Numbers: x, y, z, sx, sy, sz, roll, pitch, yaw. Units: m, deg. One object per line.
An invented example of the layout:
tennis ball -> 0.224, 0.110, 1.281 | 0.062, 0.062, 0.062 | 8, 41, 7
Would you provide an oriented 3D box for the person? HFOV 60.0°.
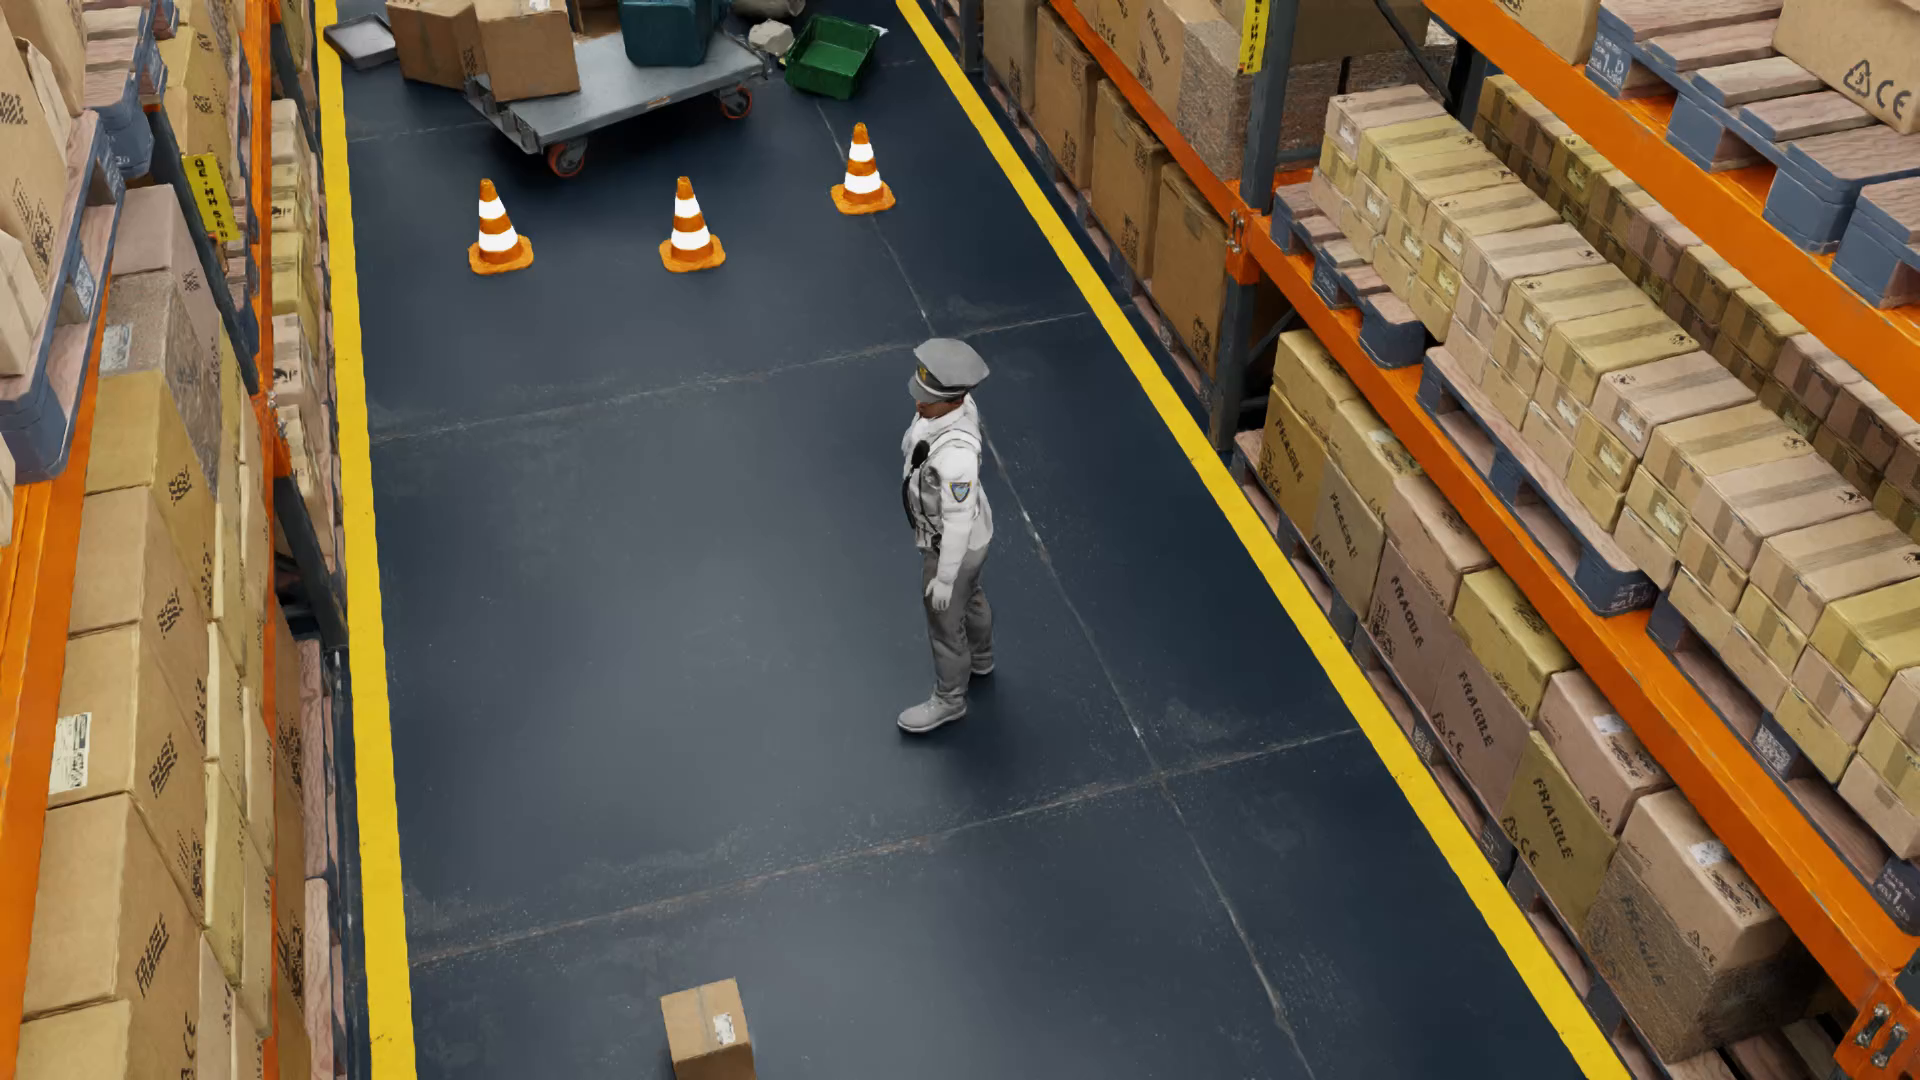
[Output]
person -> -0.055, -0.014, 6.130 | 0.394, 1.678, 0.553 | -1, 42, -1
